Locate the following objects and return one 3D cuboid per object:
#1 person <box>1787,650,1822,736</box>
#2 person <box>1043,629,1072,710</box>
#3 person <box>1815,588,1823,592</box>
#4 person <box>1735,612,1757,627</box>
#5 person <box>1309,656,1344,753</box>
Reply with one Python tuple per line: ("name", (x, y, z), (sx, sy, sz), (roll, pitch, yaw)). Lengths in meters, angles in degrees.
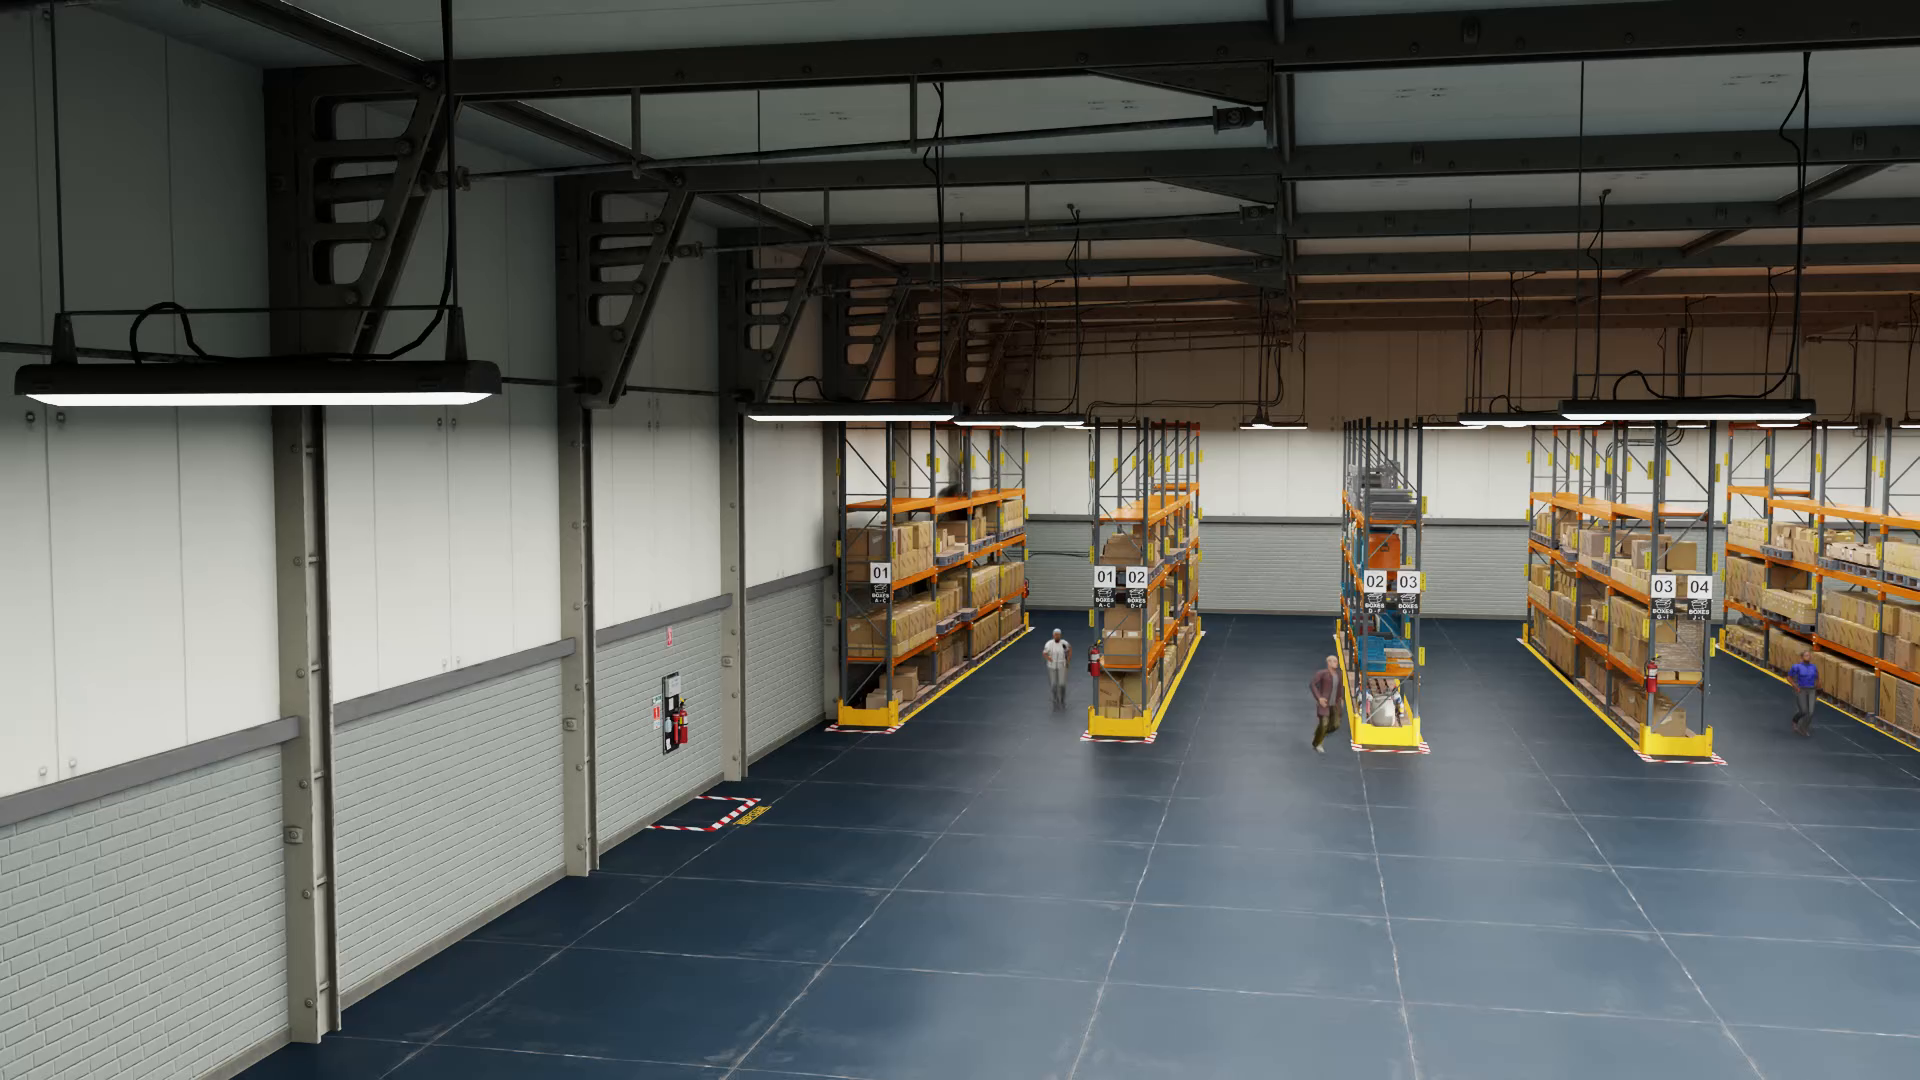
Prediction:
("person", (15.922, 2.885, 31.289), (0.570, 1.608, 0.570), (0, 4, 2))
("person", (2.009, 2.679, 34.441), (0.597, 1.698, 0.695), (0, 4, 6))
("person", (22.179, 2.052, 42.972), (0.654, 1.727, 0.893), (0, 4, -3))
("person", (21.477, 1.938, 45.150), (0.719, 1.822, 0.638), (0, 4, 8))
("person", (6.618, 2.935, 29.881), (0.764, 1.712, 0.583), (-2, 4, -25))
